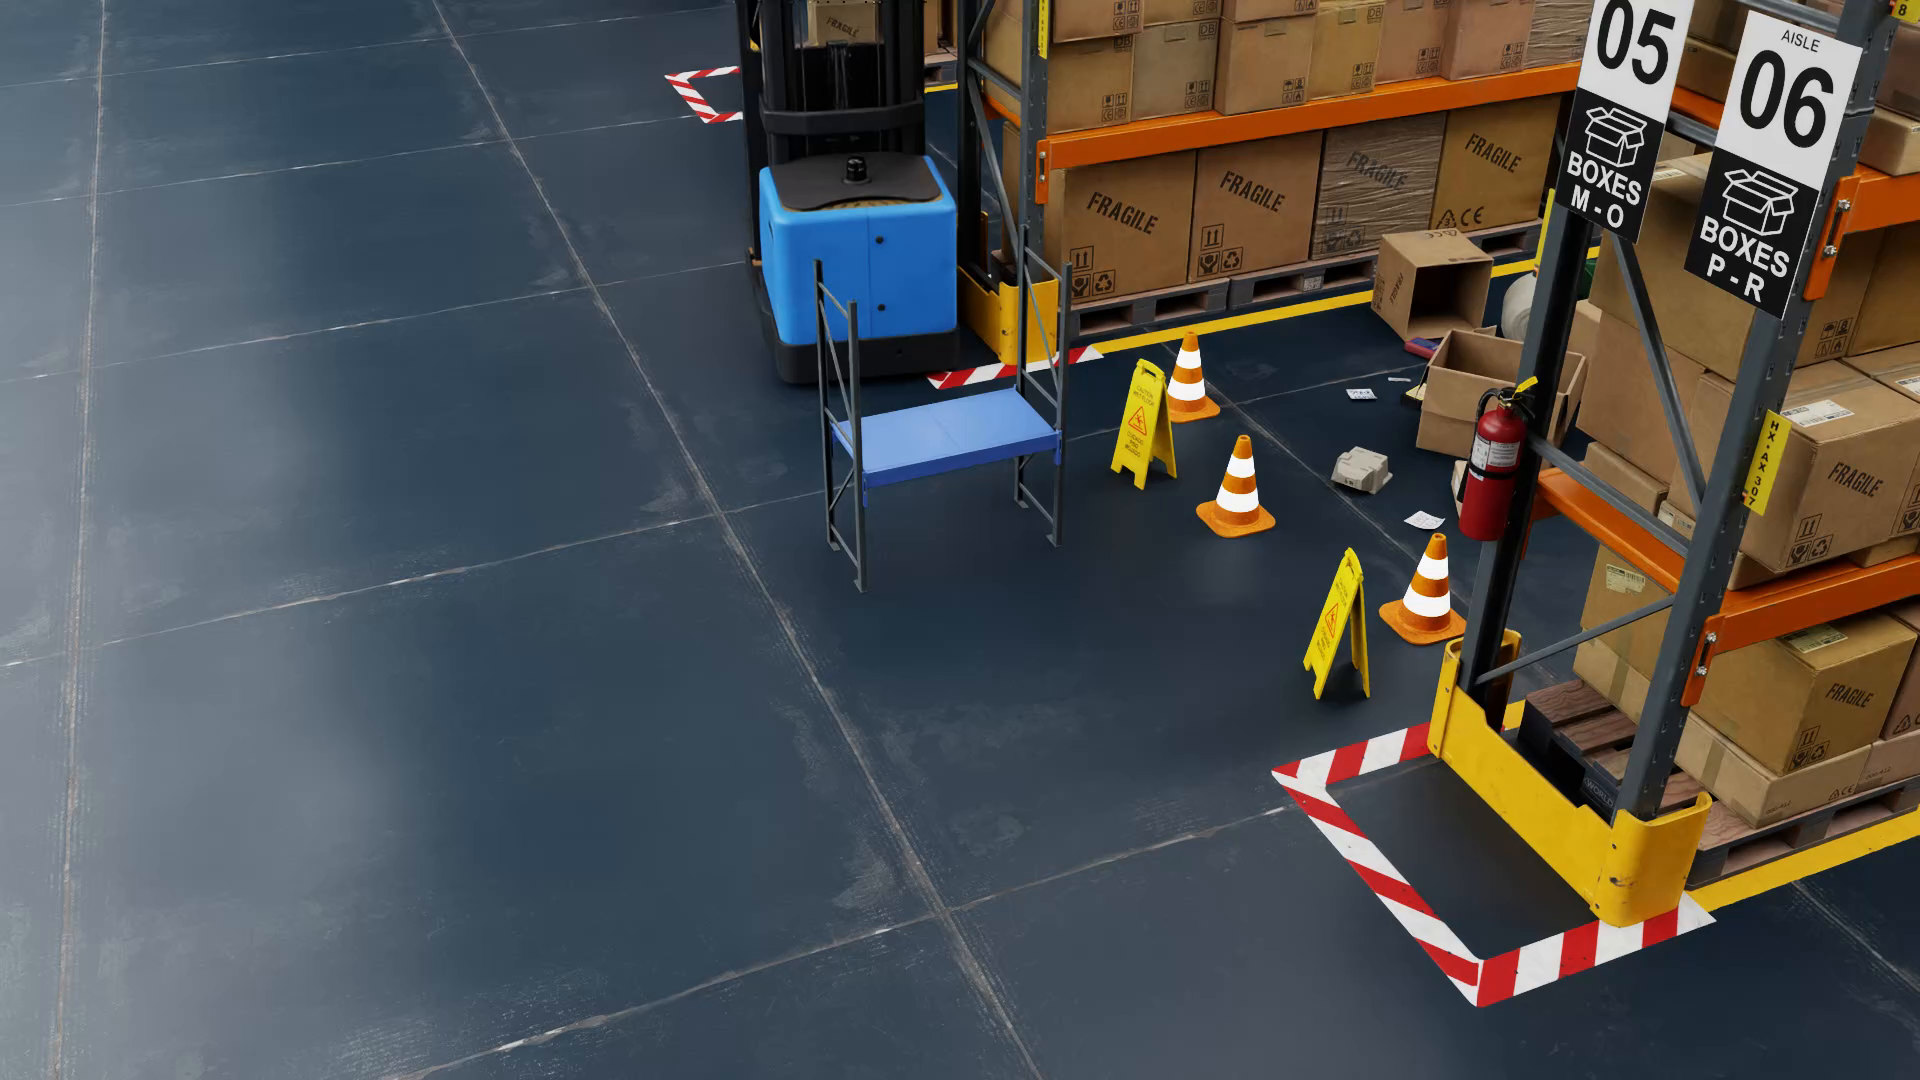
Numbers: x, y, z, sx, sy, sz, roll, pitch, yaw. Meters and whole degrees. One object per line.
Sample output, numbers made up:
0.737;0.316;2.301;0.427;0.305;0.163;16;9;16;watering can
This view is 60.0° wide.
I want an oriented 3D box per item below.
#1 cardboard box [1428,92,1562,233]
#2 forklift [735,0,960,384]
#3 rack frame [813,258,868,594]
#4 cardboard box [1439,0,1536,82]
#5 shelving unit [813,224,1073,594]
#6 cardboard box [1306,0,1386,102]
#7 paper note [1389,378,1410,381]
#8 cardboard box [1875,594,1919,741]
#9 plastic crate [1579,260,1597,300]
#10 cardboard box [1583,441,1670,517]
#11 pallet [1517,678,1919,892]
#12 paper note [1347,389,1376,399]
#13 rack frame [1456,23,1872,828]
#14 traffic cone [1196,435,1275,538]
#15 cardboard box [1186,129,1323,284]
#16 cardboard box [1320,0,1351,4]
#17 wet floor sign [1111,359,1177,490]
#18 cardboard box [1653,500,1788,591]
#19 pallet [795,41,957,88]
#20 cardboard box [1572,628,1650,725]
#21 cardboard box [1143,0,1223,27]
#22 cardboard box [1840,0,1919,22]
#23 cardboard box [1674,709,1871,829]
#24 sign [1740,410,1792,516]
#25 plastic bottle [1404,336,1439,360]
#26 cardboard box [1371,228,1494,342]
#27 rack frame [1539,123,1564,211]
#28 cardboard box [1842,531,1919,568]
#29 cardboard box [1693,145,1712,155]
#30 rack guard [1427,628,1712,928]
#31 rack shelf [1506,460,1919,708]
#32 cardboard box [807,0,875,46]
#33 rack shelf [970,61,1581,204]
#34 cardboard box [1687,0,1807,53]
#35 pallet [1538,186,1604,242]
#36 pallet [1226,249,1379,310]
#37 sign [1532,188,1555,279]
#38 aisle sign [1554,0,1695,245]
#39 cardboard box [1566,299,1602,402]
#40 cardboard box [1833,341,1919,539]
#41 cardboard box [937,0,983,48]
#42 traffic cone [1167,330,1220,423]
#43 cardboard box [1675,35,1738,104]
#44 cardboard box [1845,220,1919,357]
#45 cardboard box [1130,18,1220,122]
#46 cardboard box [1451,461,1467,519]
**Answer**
3.313;-2.645;11.128;0.875;0.875;0.875;-12;35;-18;cardboard box
-0.802;-2.916;10.045;1.130;2.935;3.031;-6;34;-10;forklift
-0.547;-0.503;7.648;0.032;1.500;0.500;-13;35;-19;rack frame
3.086;-3.309;10.447;0.550;0.550;0.875;-13;35;-19;cardboard box
-0.079;-0.611;7.813;1.048;1.500;0.538;-13;35;-19;shelving unit
2.093;-3.091;10.113;0.500;0.550;0.875;-13;35;-19;cardboard box
2.557;-0.934;9.676;0.123;0.001;0.032;4;33;6;paper note
3.595;0.368;6.382;0.500;0.500;0.500;-14;36;-21;cardboard box
4.267;-1.607;10.495;0.662;0.188;0.450;4;23;6;plastic crate
2.504;-0.226;6.077;0.250;0.149;0.380;-12;35;-17;cardboard box
3.074;0.854;6.744;1.213;0.211;1.003;-13;35;-19;pallet
2.297;-0.836;9.508;0.142;0.017;0.144;-2;33;-2;paper note
2.242;-0.145;5.722;0.127;3.000;1.000;-13;35;-19;rack frame
1.395;-0.307;8.298;0.334;0.463;0.336;-13;35;-19;traffic cone
1.642;-2.261;10.538;0.875;0.875;0.875;-13;35;-20;cardboard box
2.068;-3.577;9.869;0.500;0.550;0.875;-13;35;-19;cardboard box
0.972;-0.624;8.617;0.232;0.644;0.267;-19;38;-27;wet floor sign
2.635;-0.007;5.741;0.250;0.149;0.380;-13;35;-19;cardboard box
-0.762;-4.129;14.402;1.213;0.211;1.003;-13;35;-19;pallet
2.905;0.521;6.835;0.500;0.250;0.500;-13;35;-19;cardboard box
1.061;-3.349;9.520;0.550;0.550;0.875;-13;35;-19;cardboard box
2.648;-1.603;4.713;0.250;0.149;0.380;-13;35;-19;cardboard box
3.092;0.800;6.405;0.500;0.250;0.500;-13;35;-19;cardboard box
2.452;-0.235;5.067;0.005;0.325;0.100;-13;35;-19;sign
2.811;-1.130;9.930;0.133;0.061;0.283;-27;42;-35;plastic bottle
2.886;-1.567;10.197;0.500;0.500;0.500;-7;34;-11;cardboard box
3.920;-3.457;10.813;0.127;3.000;1.000;-13;35;-19;rack frame
3.138;-0.083;5.857;0.250;0.149;0.380;-14;36;-20;cardboard box
5.349;-3.068;11.893;0.750;0.750;1.050;-13;35;-19;cardboard box
2.312;0.887;6.428;0.348;0.500;1.175;-13;35;-19;rack guard
4.086;-0.265;6.567;4.000;0.370;1.077;-13;35;-19;rack shelf
-1.013;-4.380;14.138;0.500;0.500;0.500;-7;34;-10;cardboard box
2.076;-2.733;10.360;4.000;0.370;1.077;-13;35;-19;rack shelf
2.609;-1.707;5.238;0.500;0.250;0.500;-13;35;-20;cardboard box
4.603;-2.489;11.882;1.213;0.211;1.003;-13;35;-19;pallet
2.062;-1.907;10.988;1.213;0.211;1.003;-13;35;-19;pallet
2.045;-1.046;5.756;0.005;0.325;0.100;-13;35;-19;sign
2.072;-1.367;5.217;0.004;0.787;0.394;-13;35;-19;aisle sign
3.740;-1.001;9.202;0.503;0.637;0.797;-13;35;-19;cardboard box
3.262;-0.383;5.724;0.500;0.500;0.500;-12;35;-17;cardboard box
0.110;-4.646;14.547;0.500;0.500;0.500;-10;34;-14;cardboard box
1.272;-0.947;9.282;0.334;0.463;0.336;-13;35;-19;traffic cone
2.462;-1.513;5.304;0.250;0.149;0.380;-13;35;-19;cardboard box
3.098;-1.051;5.834;0.500;0.500;0.700;-13;35;-18;cardboard box
1.055;-2.904;9.825;0.550;0.550;0.875;-13;35;-19;cardboard box
2.667;-0.242;8.486;0.250;0.149;0.380;4;33;6;cardboard box
